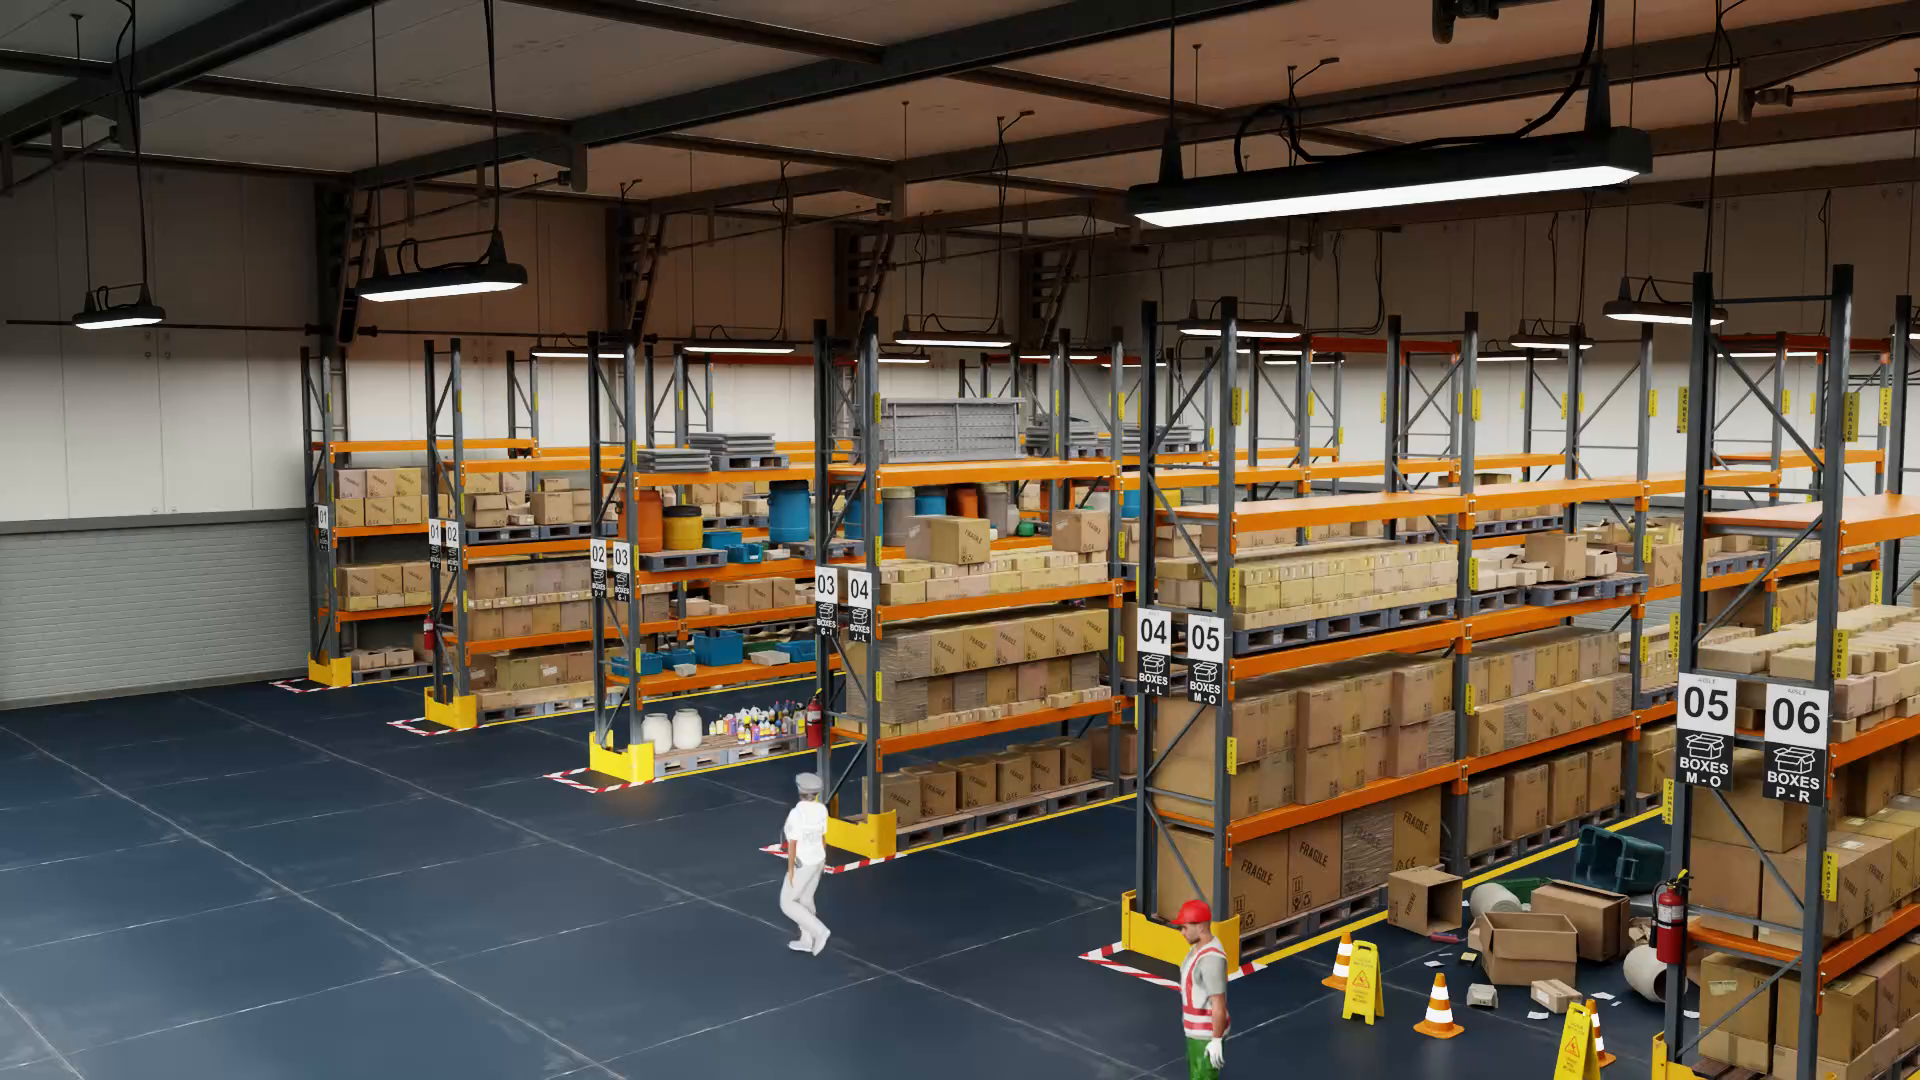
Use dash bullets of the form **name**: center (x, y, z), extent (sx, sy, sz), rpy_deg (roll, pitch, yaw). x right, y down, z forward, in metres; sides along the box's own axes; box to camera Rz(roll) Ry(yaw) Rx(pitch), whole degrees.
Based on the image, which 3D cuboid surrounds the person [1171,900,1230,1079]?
- **person**: center (1.601, 3.289, 11.128), extent (0.397, 1.781, 0.619), rpy_deg (0, 5, 3)

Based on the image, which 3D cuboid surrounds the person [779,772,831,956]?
- **person**: center (-1.408, 2.971, 15.236), extent (0.459, 1.681, 0.457), rpy_deg (1, 5, 15)
